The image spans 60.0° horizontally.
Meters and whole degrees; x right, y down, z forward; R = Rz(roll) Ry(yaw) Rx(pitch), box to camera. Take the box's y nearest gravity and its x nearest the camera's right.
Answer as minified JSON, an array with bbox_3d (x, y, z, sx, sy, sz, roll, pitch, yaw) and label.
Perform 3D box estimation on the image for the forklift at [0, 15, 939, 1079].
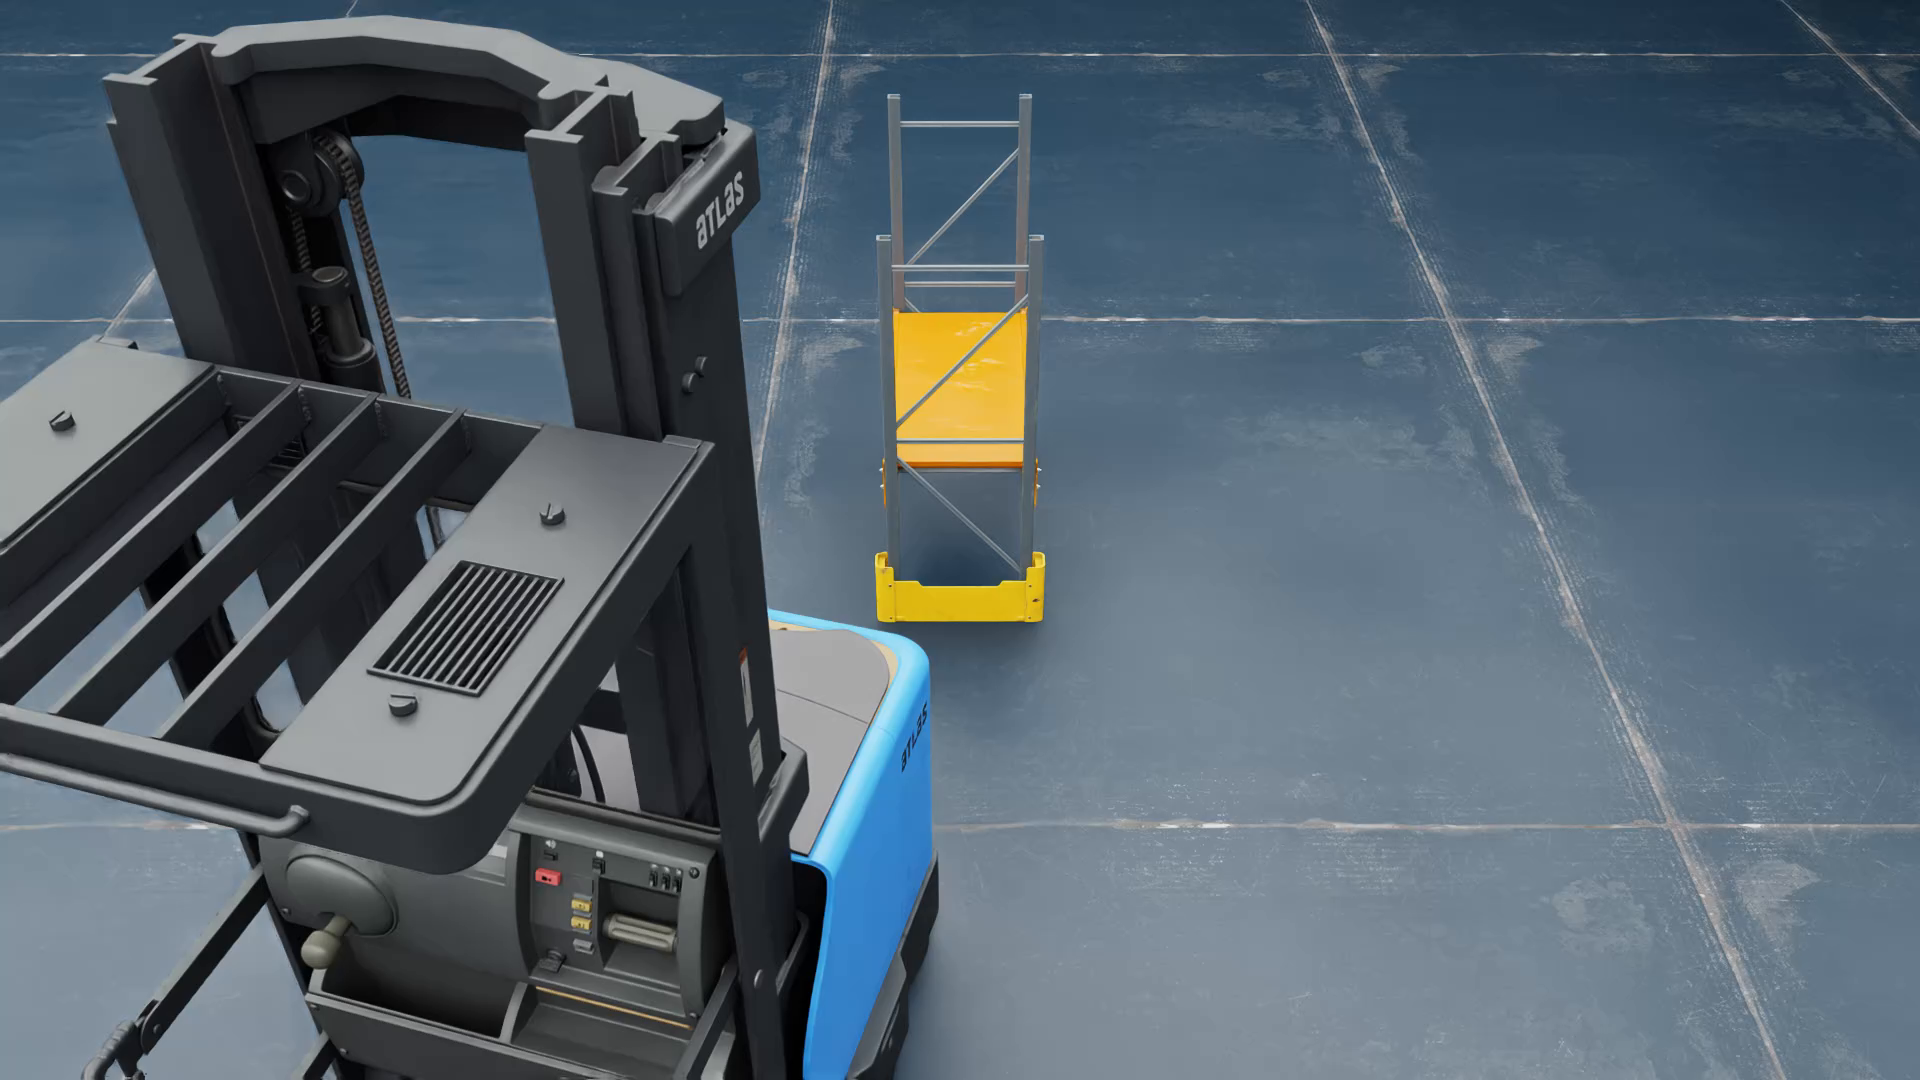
[{"bbox_3d":[-0.965,0.746,2.975,1.130,2.935,3.031,10,40,13],"label":"forklift"}]

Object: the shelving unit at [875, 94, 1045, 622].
[{"bbox_3d":[0.000,-0.633,5.840,0.587,1.500,1.083,0,39,0],"label":"shelving unit"}]

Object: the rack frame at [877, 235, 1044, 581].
[{"bbox_3d":[0.000,-0.321,5.451,0.500,1.500,0.032,0,39,0],"label":"rack frame"}]

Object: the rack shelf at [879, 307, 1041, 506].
[{"bbox_3d":[0.000,-0.498,5.960,0.538,0.185,1.000,0,39,0],"label":"rack shelf"}]

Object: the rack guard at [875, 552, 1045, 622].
[{"bbox_3d":[0.000,0.166,5.843,0.587,0.250,0.087,0,39,0],"label":"rack guard"}]

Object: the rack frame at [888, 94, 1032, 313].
[{"bbox_3d":[-0.001,-0.957,6.244,0.500,1.500,0.032,0,39,0],"label":"rack frame"}]
